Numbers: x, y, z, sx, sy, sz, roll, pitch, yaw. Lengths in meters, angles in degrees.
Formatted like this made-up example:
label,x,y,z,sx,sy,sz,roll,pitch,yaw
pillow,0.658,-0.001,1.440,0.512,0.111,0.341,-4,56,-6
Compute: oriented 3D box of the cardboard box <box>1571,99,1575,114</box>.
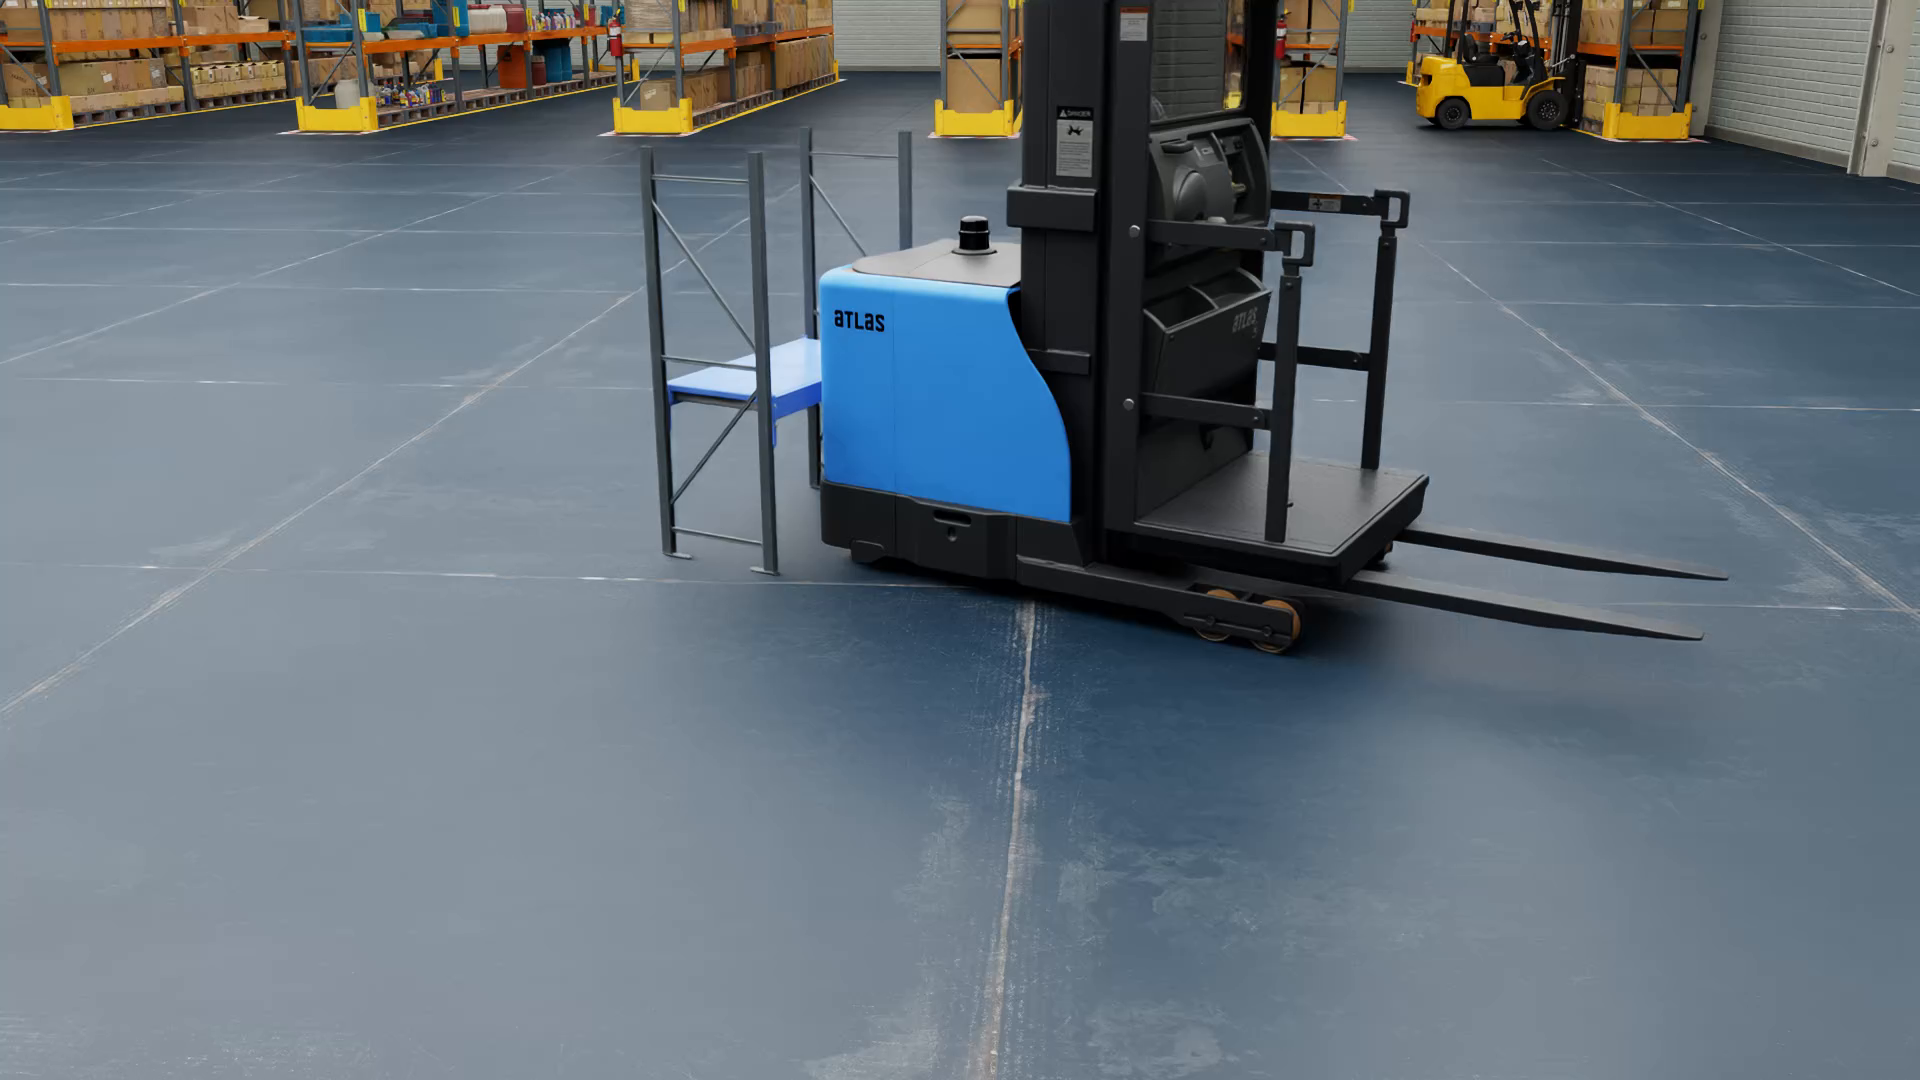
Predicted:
label,x,y,z,sx,sy,sz,roll,pitch,yaw
cardboard box,9.935,-6.888,26.367,0.500,0.250,0.500,2,18,6

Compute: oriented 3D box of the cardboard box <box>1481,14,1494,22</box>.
label,x,y,z,sx,sy,sz,roll,pitch,yaw
cardboard box,10.349,-10.148,32.304,0.380,0.149,0.250,2,18,5

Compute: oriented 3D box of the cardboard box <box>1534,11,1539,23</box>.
label,x,y,z,sx,sy,sz,roll,pitch,yaw
cardboard box,10.208,-9.097,28.807,0.500,0.250,0.500,1,18,2

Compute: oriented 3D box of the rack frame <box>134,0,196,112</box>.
label,x,y,z,sx,sy,sz,roll,pitch,yaw
rack frame,-14.318,-9.166,29.579,1.000,3.000,0.127,1,18,4

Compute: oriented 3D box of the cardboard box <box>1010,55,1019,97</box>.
label,x,y,z,sx,sy,sz,roll,pitch,yaw
cardboard box,0.530,-8.426,30.260,1.050,0.750,0.750,1,18,4

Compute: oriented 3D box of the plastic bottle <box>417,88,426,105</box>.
label,x,y,z,sx,sy,sz,roll,pitch,yaw
plastic bottle,-9.189,-7.552,28.321,0.152,0.276,0.135,2,18,5

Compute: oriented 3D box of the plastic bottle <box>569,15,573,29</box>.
label,x,y,z,sx,sy,sz,roll,pitch,yaw
plastic bottle,-8.481,-11.281,36.220,0.061,0.283,0.133,1,18,4

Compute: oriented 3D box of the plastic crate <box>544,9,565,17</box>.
label,x,y,z,sx,sy,sz,roll,pitch,yaw
plastic crate,-9.111,-11.712,37.279,0.392,0.384,0.575,1,18,4

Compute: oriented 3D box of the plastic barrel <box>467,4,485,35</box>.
label,x,y,z,sx,sy,sz,roll,pitch,yaw
plastic barrel,-9.038,-9.639,30.804,0.433,0.535,0.433,0,18,0

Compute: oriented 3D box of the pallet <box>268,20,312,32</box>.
label,x,y,z,sx,sy,sz,roll,pitch,yaw
pallet,-14.053,-10.529,34.047,1.213,0.211,1.003,1,18,4

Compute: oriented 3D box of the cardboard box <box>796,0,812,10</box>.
label,x,y,z,sx,sy,sz,roll,pitch,yaw
cardboard box,-3.575,-11.998,36.780,0.500,0.500,0.500,1,18,4

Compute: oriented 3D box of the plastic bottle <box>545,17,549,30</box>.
label,x,y,z,sx,sy,sz,roll,pitch,yaw
plastic bottle,-8.619,-10.757,34.640,0.097,0.271,0.097,0,18,0

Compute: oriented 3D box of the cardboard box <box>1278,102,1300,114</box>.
label,x,y,z,sx,sy,sz,roll,pitch,yaw
cardboard box,4.952,-6.637,25.604,0.500,0.250,0.500,1,18,4

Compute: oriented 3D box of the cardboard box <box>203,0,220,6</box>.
label,x,y,z,sx,sy,sz,roll,pitch,yaw
cardboard box,-18.467,-12.760,40.065,0.980,0.700,0.700,1,18,3

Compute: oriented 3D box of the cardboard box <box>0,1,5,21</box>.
label,x,y,z,sx,sy,sz,roll,pitch,yaw
cardboard box,-19.009,-10.454,32.642,0.700,0.500,0.500,0,18,-1

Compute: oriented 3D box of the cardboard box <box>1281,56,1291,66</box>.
label,x,y,z,sx,sy,sz,roll,pitch,yaw
cardboard box,4.917,-7.408,25.708,0.380,0.149,0.250,2,18,6

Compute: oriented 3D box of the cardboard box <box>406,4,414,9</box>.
label,x,y,z,sx,sy,sz,roll,pitch,yaw
cardboard box,-13.293,-12.479,39.530,0.500,0.500,0.500,1,18,4

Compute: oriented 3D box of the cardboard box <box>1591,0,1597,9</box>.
label,x,y,z,sx,sy,sz,roll,pitch,yaw
cardboard box,9.924,-8.239,25.548,0.380,0.149,0.250,1,18,4

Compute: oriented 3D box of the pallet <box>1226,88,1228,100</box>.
label,x,y,z,sx,sy,sz,roll,pitch,yaw
pallet,5.865,-8.883,33.193,1.003,0.211,1.213,1,18,4

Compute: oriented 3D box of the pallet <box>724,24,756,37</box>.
label,x,y,z,sx,sy,sz,roll,pitch,yaw
pallet,-4.238,-9.087,29.645,1.003,0.211,1.213,1,18,4

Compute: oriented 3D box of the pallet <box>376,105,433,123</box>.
label,x,y,z,sx,sy,sz,roll,pitch,yaw
pallet,-9.552,-7.141,27.879,1.003,0.211,1.213,1,18,4

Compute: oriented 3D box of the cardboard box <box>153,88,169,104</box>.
label,x,y,z,sx,sy,sz,roll,pitch,yaw
cardboard box,-14.179,-7.755,29.014,0.500,0.250,0.500,1,18,4

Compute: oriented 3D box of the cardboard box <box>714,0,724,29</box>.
label,x,y,z,sx,sy,sz,roll,pitch,yaw
cardboard box,-4.531,-8.994,28.416,0.875,0.500,0.500,1,18,4

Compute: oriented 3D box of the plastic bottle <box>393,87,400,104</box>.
label,x,y,z,sx,sy,sz,roll,pitch,yaw
plastic bottle,-9.739,-7.678,28.711,0.097,0.271,0.097,0,18,0

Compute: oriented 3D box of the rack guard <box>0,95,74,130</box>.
label,x,y,z,sx,sy,sz,roll,pitch,yaw
rack guard,-14.607,-6.728,26.154,1.175,0.500,0.348,1,18,4

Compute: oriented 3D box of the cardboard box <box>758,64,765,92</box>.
label,x,y,z,sx,sy,sz,roll,pitch,yaw
cardboard box,-4.179,-8.999,32.376,0.700,0.500,0.500,0,18,1

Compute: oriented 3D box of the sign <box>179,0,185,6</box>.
label,x,y,z,sx,sy,sz,roll,pitch,yaw
sign,-13.764,-9.603,29.395,0.100,0.325,0.005,1,18,4

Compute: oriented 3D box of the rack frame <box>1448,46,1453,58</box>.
label,x,y,z,sx,sy,sz,roll,pitch,yaw
rack frame,10.972,-11.097,35.473,1.000,3.000,0.127,1,18,4

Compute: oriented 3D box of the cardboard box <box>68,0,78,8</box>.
label,x,y,z,sx,sy,sz,roll,pitch,yaw
cardboard box,-14.326,-8.556,26.515,0.380,0.149,0.250,1,18,4

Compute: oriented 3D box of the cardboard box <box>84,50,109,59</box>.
label,x,y,z,sx,sy,sz,roll,pitch,yaw
cardboard box,-18.720,-10.193,35.491,0.750,0.750,0.750,1,18,4

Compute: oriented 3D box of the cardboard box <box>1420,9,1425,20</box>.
label,x,y,z,sx,sy,sz,roll,pitch,yaw
cardboard box,10.921,-12.118,38.352,0.500,0.250,0.500,1,18,5

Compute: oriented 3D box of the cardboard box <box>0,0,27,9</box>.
label,x,y,z,sx,sy,sz,roll,pitch,yaw
cardboard box,-14.768,-8.402,26.046,0.380,0.149,0.250,1,18,3

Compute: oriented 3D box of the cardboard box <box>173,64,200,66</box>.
label,x,y,z,sx,sy,sz,roll,pitch,yaw
cardboard box,-14.506,-8.774,31.224,0.500,0.311,0.500,1,18,4

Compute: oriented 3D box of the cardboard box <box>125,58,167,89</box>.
label,x,y,z,sx,sy,sz,roll,pitch,yaw
cardboard box,-14.181,-8.111,28.897,0.500,0.500,0.500,1,18,4

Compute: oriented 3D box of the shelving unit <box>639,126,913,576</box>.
label,x,y,z,sx,sy,sz,roll,pitch,yaw
shelving unit,-0.652,-0.764,6.346,0.538,1.500,1.048,9,20,26

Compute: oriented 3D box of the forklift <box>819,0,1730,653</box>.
label,x,y,z,sx,sy,sz,roll,pitch,yaw
forklift,1.015,-1.221,5.442,3.031,2.935,1.130,10,21,29

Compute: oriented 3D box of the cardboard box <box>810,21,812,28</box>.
label,x,y,z,sx,sy,sz,roll,pitch,yaw
cardboard box,-3.492,-11.475,37.029,0.380,0.149,0.250,1,18,2

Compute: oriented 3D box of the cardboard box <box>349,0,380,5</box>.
label,x,y,z,sx,sy,sz,roll,pitch,yaw
cardboard box,-13.430,-12.313,37.417,0.500,0.500,0.500,2,18,5

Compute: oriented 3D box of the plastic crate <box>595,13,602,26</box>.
label,x,y,z,sx,sy,sz,roll,pitch,yaw
plastic crate,-8.511,-11.981,38.264,0.437,0.282,0.530,1,18,4

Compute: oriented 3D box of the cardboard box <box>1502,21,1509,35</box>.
label,x,y,z,sx,sy,sz,roll,pitch,yaw
cardboard box,10.368,-9.495,30.825,0.500,0.250,0.500,1,18,3

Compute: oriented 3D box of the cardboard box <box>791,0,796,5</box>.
label,x,y,z,sx,sy,sz,roll,pitch,yaw
cardboard box,-3.902,-11.754,35.705,0.797,0.503,0.637,1,18,2

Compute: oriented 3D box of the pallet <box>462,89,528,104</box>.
label,x,y,z,sx,sy,sz,roll,pitch,yaw
pallet,-9.185,-8.732,32.731,1.003,0.211,1.213,1,18,4

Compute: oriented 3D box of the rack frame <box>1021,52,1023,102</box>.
label,x,y,z,sx,sy,sz,roll,pitch,yaw
rack frame,0.789,-10.044,32.258,1.000,3.000,0.127,1,18,4

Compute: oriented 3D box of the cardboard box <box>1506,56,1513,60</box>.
label,x,y,z,sx,sy,sz,roll,pitch,yaw
cardboard box,11.017,-9.491,32.869,0.380,0.149,0.250,2,18,5

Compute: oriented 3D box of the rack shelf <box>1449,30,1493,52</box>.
label,x,y,z,sx,sy,sz,roll,pitch,yaw
rack shelf,10.828,-10.134,33.689,1.077,0.370,4.000,1,18,4

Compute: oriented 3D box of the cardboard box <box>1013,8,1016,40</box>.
label,x,y,z,sx,sy,sz,roll,pitch,yaw
cardboard box,0.471,-8.587,27.570,0.875,0.550,0.550,1,18,4
